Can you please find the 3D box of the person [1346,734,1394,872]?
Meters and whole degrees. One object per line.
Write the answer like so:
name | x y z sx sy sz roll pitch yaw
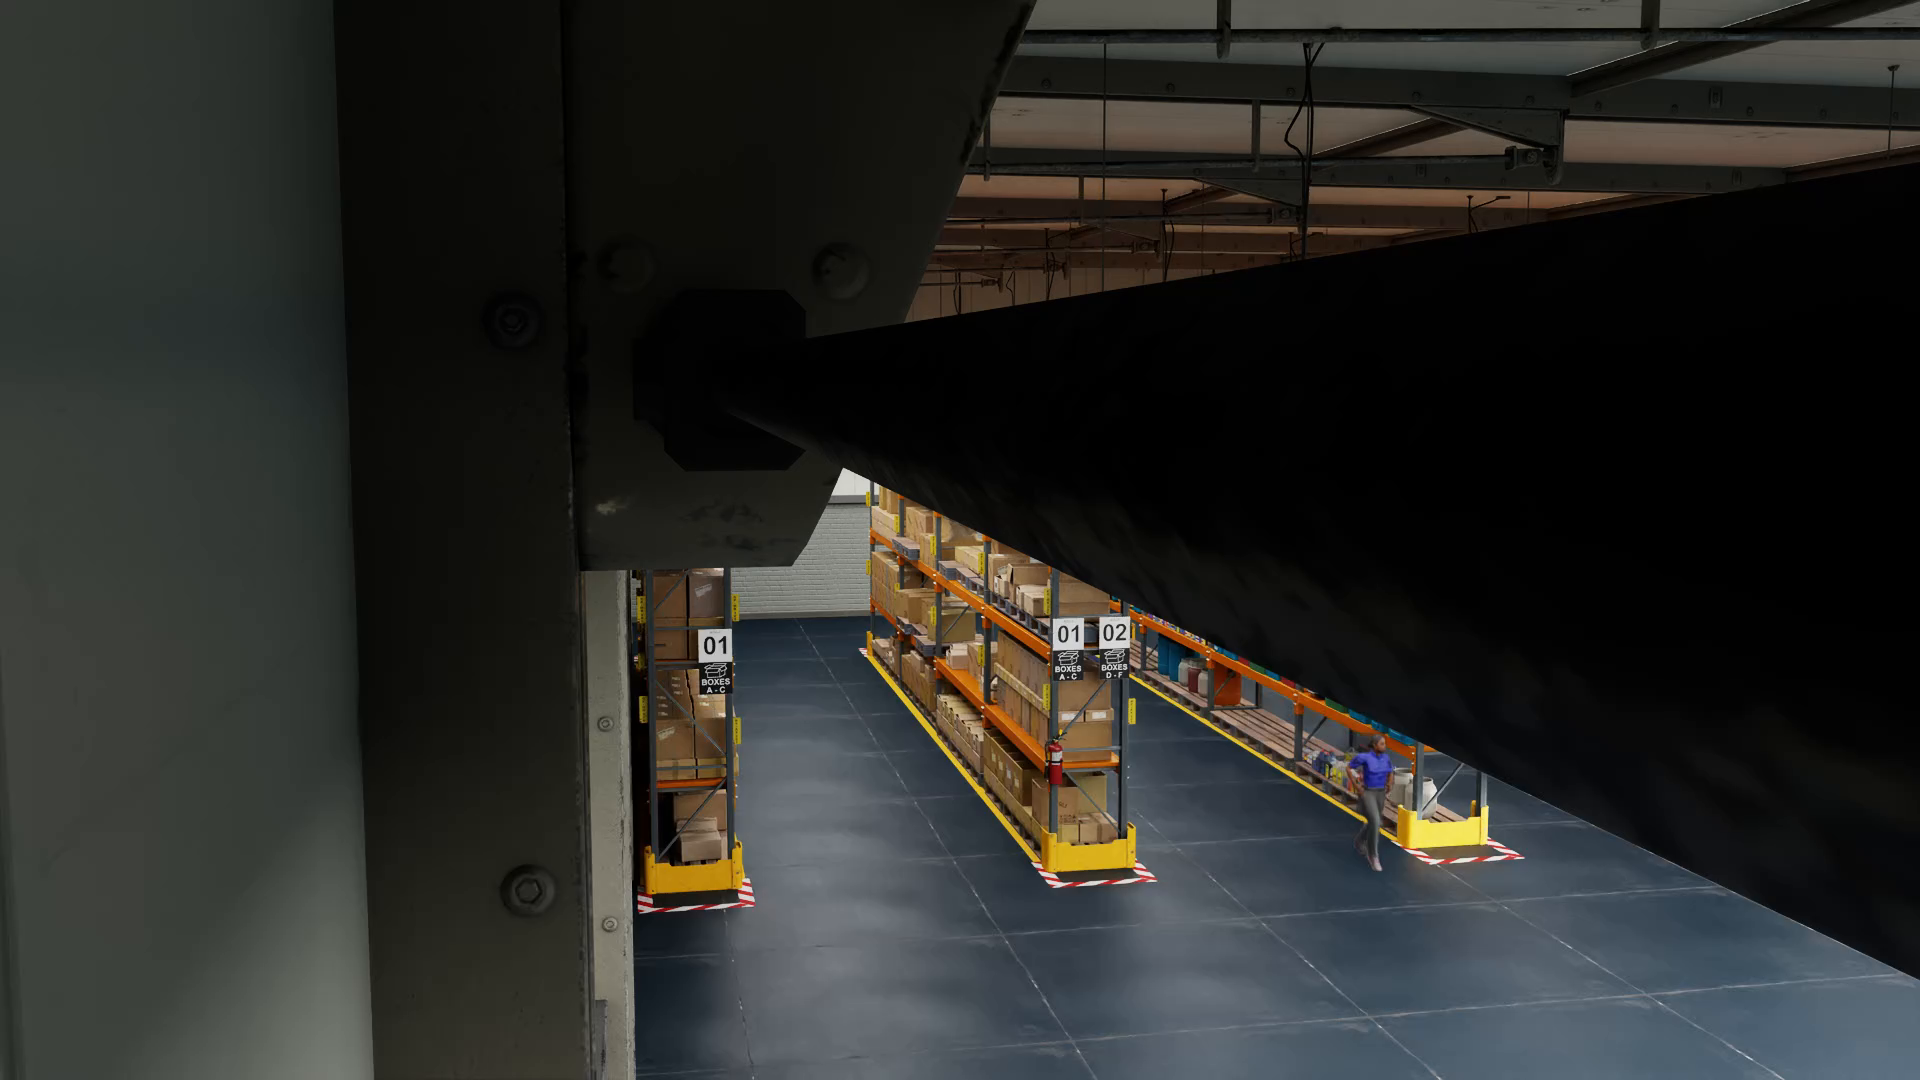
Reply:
person | 5.274 3.310 21.212 0.579 1.694 0.794 -3 7 -26
